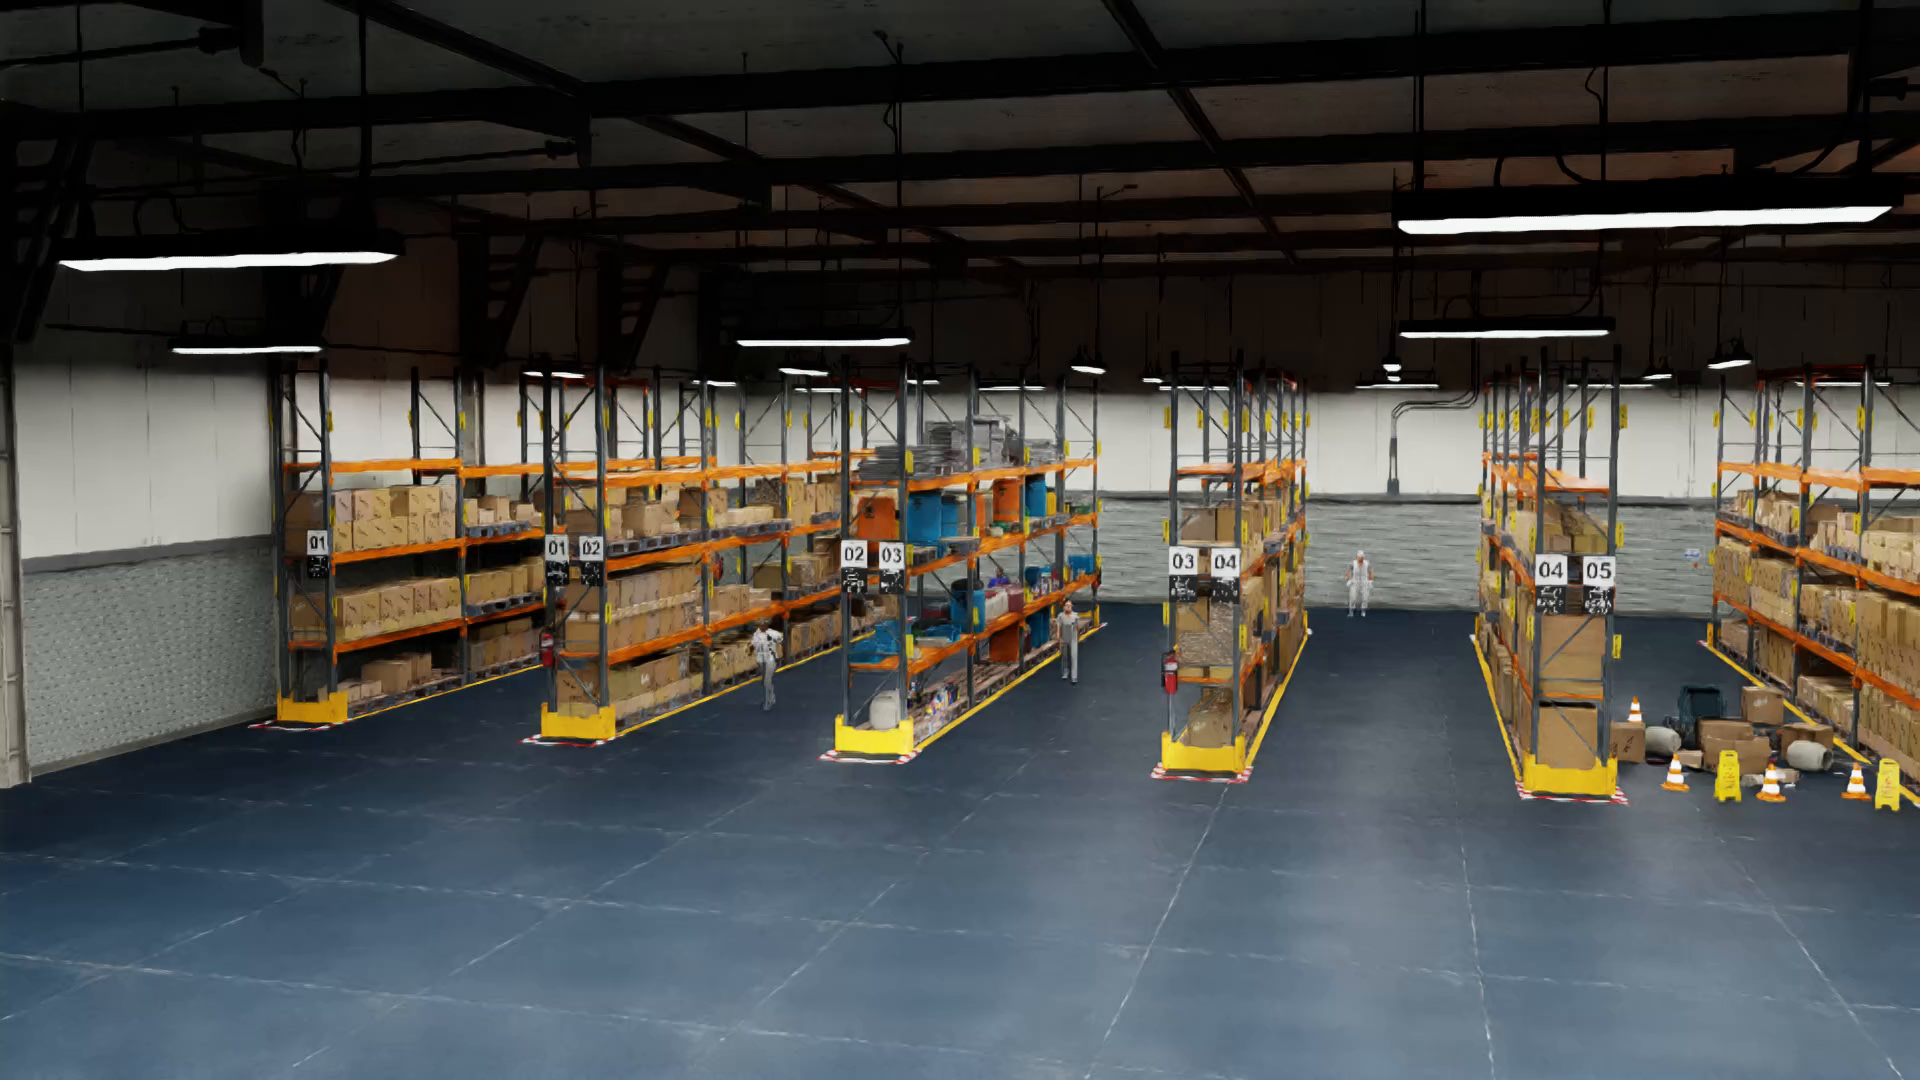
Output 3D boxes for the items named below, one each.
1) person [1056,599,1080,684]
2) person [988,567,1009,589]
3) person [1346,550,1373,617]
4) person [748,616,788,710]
[{"bbox_3d":[2.052,1.909,31.671,0.444,1.604,1.018,0,4,6],"label":"person"},{"bbox_3d":[0.939,1.404,39.008,0.593,1.603,0.515,1,4,13],"label":"person"},{"bbox_3d":[10.133,1.110,42.163,0.677,1.742,0.552,1,4,13],"label":"person"},{"bbox_3d":[-3.372,2.107,29.031,0.603,1.620,0.831,2,4,20],"label":"person"}]
